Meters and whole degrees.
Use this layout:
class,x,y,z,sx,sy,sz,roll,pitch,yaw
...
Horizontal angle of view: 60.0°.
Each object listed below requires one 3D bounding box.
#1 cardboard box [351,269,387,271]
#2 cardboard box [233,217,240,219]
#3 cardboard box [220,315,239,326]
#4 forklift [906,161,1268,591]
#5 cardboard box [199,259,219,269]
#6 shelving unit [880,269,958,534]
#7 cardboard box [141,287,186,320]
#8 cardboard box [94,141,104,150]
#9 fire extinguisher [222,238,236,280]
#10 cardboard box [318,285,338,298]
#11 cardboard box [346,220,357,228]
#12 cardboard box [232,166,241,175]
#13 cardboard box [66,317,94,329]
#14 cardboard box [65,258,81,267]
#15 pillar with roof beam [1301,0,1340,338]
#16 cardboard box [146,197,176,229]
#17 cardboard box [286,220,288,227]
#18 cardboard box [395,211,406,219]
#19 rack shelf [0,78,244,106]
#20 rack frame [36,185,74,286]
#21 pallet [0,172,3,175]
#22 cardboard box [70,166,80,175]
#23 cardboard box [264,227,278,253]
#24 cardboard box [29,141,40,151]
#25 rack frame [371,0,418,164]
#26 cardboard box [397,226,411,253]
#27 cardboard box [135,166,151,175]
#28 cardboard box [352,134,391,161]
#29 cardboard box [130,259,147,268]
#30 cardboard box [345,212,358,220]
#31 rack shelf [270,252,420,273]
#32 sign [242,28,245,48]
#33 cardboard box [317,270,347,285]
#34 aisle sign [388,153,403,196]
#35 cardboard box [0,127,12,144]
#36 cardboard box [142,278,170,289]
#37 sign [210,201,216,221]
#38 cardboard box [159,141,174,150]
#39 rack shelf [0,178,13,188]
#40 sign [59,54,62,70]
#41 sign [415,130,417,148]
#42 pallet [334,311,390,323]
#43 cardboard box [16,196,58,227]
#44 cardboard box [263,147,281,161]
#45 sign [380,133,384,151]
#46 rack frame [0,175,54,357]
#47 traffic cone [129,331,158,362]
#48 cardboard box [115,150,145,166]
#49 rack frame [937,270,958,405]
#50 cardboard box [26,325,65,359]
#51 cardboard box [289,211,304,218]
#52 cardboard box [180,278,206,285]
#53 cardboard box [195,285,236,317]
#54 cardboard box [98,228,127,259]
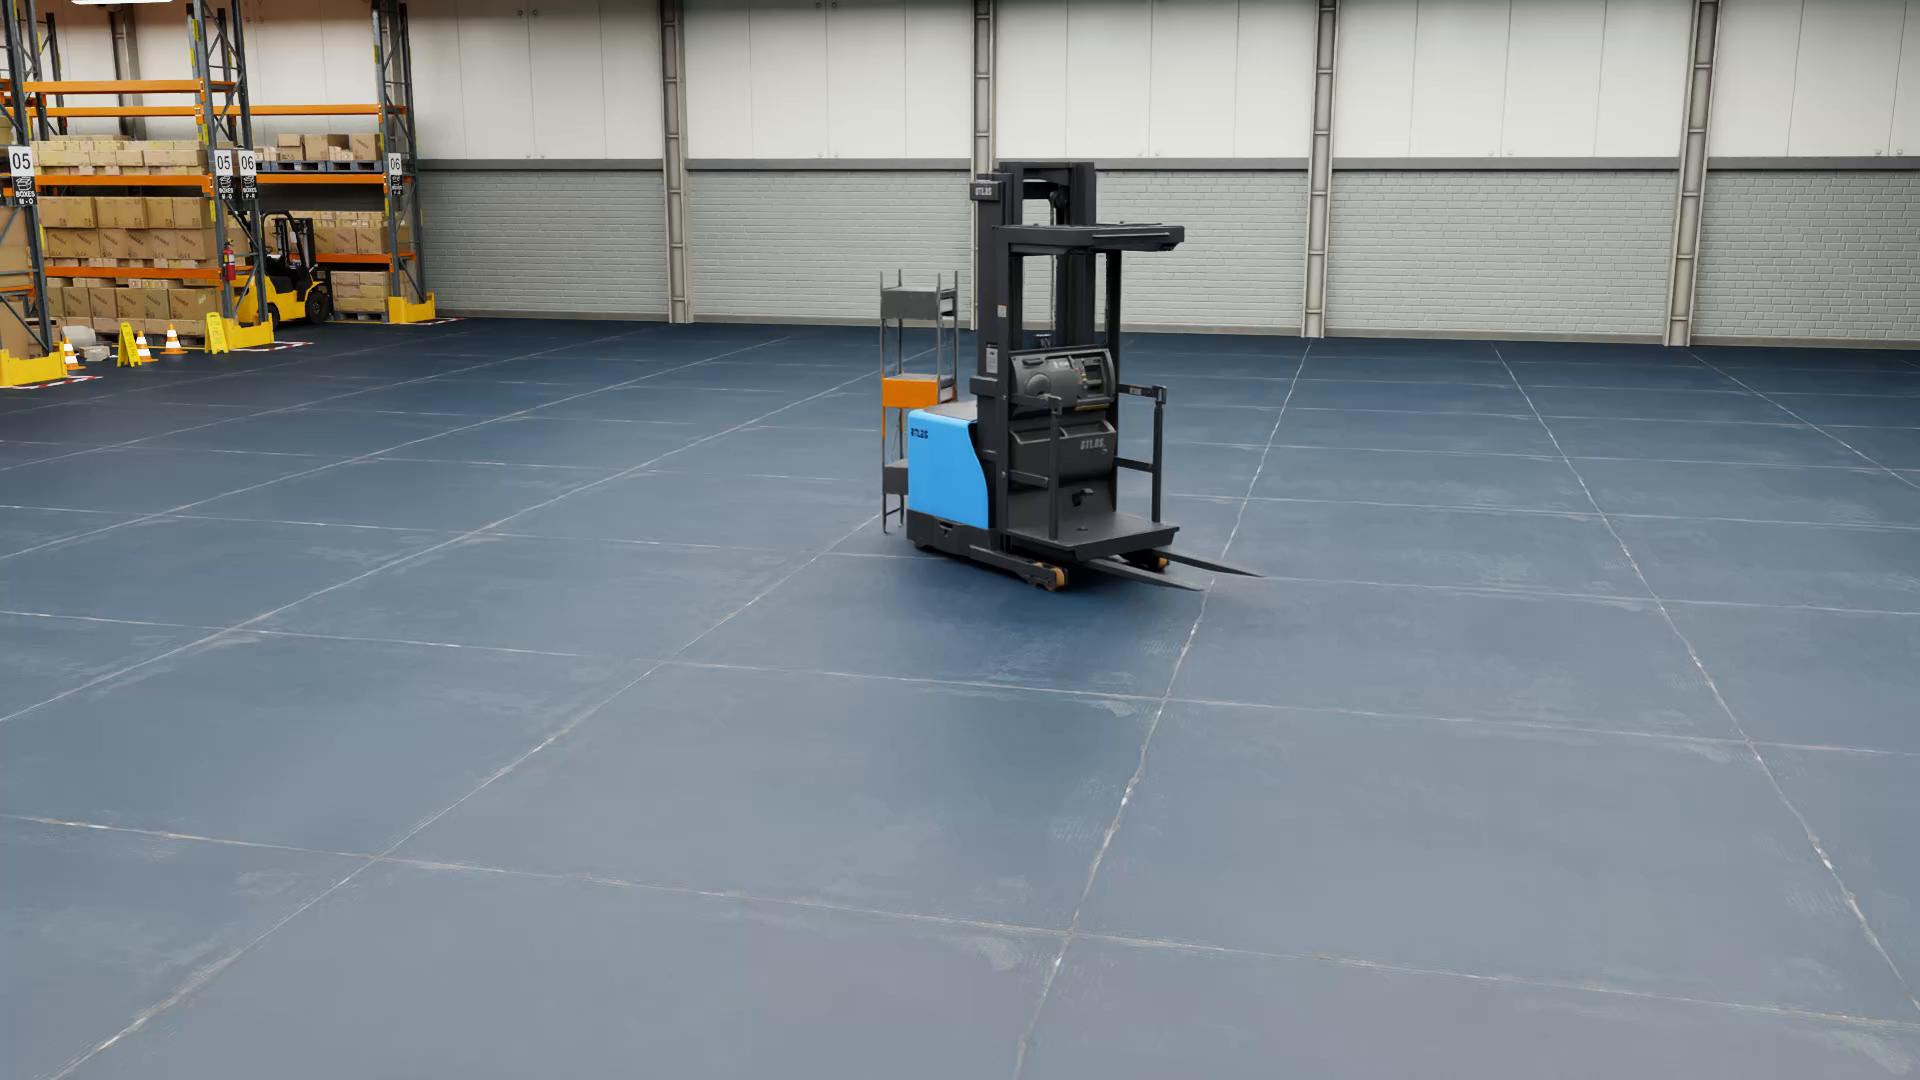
class,x,y,z,sx,sy,sz,roll,pitch,yaw
cardboard box,-11.673,-5.213,32.875,0.500,0.250,0.500,3,13,14
cardboard box,-14.131,-6.421,32.834,0.250,0.149,0.380,3,13,14
cardboard box,-12.668,-3.691,28.324,0.500,0.250,0.500,3,13,13
forklift,0.880,-1.193,11.846,1.130,2.935,3.031,-9,16,-37
cardboard box,-12.366,-4.580,27.532,0.250,0.149,0.380,4,13,15
shelving unit,-0.322,-1.094,13.319,0.503,2.100,0.431,5,13,21
cardboard box,-13.299,-3.970,27.851,0.500,0.500,0.500,4,13,16
cardboard box,-14.078,-6.519,27.504,0.250,0.149,0.380,3,13,15
fire extinguisher,-11.950,-4.588,27.165,0.183,0.674,0.296,3,13,14
cardboard box,-12.304,-4.889,32.570,0.500,0.250,0.500,3,13,12
cardboard box,-11.662,-6.130,32.211,0.250,0.149,0.380,3,13,15
cardboard box,-12.195,-6.156,27.708,0.250,0.149,0.380,3,13,14
cardboard box,-14.806,-3.686,28.300,0.500,0.250,0.500,4,13,17
cardboard box,-14.851,-4.700,28.072,0.250,0.149,0.380,3,13,15
pillar with roof beam,5.219,-7.087,24.403,0.400,9.000,9.100,3,13,14
cardboard box,-12.989,-5.419,27.507,0.500,0.500,0.700,3,13,14
cardboard box,-13.167,-6.201,32.530,0.250,0.149,0.380,3,13,12
cardboard box,-11.040,-6.345,32.494,0.250,0.149,0.380,3,13,12
rack shelf,-13.893,-7.408,27.517,4.000,0.370,1.077,3,13,14
rack frame,-18.533,-6.188,34.197,0.127,3.000,1.000,3,13,14
pallet,-16.409,-6.363,28.497,1.003,0.211,1.213,3,13,14
cardboard box,-14.593,-6.157,27.716,0.250,0.149,0.380,3,13,12
cardboard box,-13.279,-5.901,32.676,0.500,0.500,0.500,3,13,13
cardboard box,-15.348,-6.575,27.756,0.250,0.149,0.380,3,13,15
rack frame,-10.766,-8.701,31.676,0.127,3.000,1.000,3,13,14
cardboard box,-11.180,-5.905,32.694,0.500,0.500,0.500,3,13,15
cardboard box,-13.347,-6.087,27.398,0.250,0.149,0.380,3,13,13
cardboard box,-11.254,-7.511,31.807,0.500,0.500,0.500,3,13,15
cardboard box,-13.624,-4.632,27.765,0.250,0.149,0.380,3,13,13
cardboard box,-11.671,-6.271,32.161,0.250,0.149,0.380,3,13,15
rack shelf,-12.707,-5.525,32.872,4.000,0.370,1.077,3,13,14
sign,-11.821,-8.266,27.375,0.005,0.325,0.100,3,13,14
cardboard box,-12.277,-5.131,32.505,0.500,0.250,0.500,3,13,14
aisle sign,-10.772,-6.976,31.751,0.004,0.787,0.394,3,13,14
cardboard box,-13.446,-5.551,22.864,0.500,0.250,0.500,3,13,13
cardboard box,-13.407,-4.279,27.746,0.250,0.149,0.380,3,13,14
sign,-12.104,-5.332,26.939,0.005,0.325,0.100,3,13,14
cardboard box,-12.844,-6.446,27.175,0.250,0.149,0.380,3,13,13
rack shelf,-14.981,-4.899,23.126,4.000,0.370,1.077,3,13,14
sign,-18.403,-9.767,33.956,0.005,0.325,0.100,3,13,14
sign,-10.627,-7.819,32.423,0.005,0.325,0.100,3,13,14
pallet,-11.518,-4.442,32.767,1.213,0.211,1.003,3,13,14
cardboard box,-15.459,-5.550,28.096,0.500,0.500,0.700,3,13,13
cardboard box,-13.281,-7.492,32.260,0.258,0.266,0.396,3,13,12
sign,-10.909,-7.517,31.403,0.005,0.325,0.100,3,13,14
rack frame,-13.039,-3.682,22.905,0.127,3.000,1.000,3,13,14
traffic cone,-12.614,-2.990,25.642,0.334,0.463,0.336,3,13,14
cardboard box,-13.505,-6.287,27.380,0.500,0.250,0.500,3,13,15
rack frame,-0.095,-1.075,13.232,0.015,2.100,0.400,5,13,21
cardboard box,-14.263,-3.068,25.902,0.637,0.503,0.797,-6,14,-25
cardboard box,-12.895,-6.352,32.525,0.250,0.149,0.380,3,13,14
cardboard box,-15.158,-5.050,33.585,0.625,0.625,0.875,4,13,16
cardboard box,-12.691,-4.058,28.247,0.500,0.500,0.500,3,13,12
cardboard box,-14.002,-4.977,27.822,0.500,0.500,0.500,3,13,14
